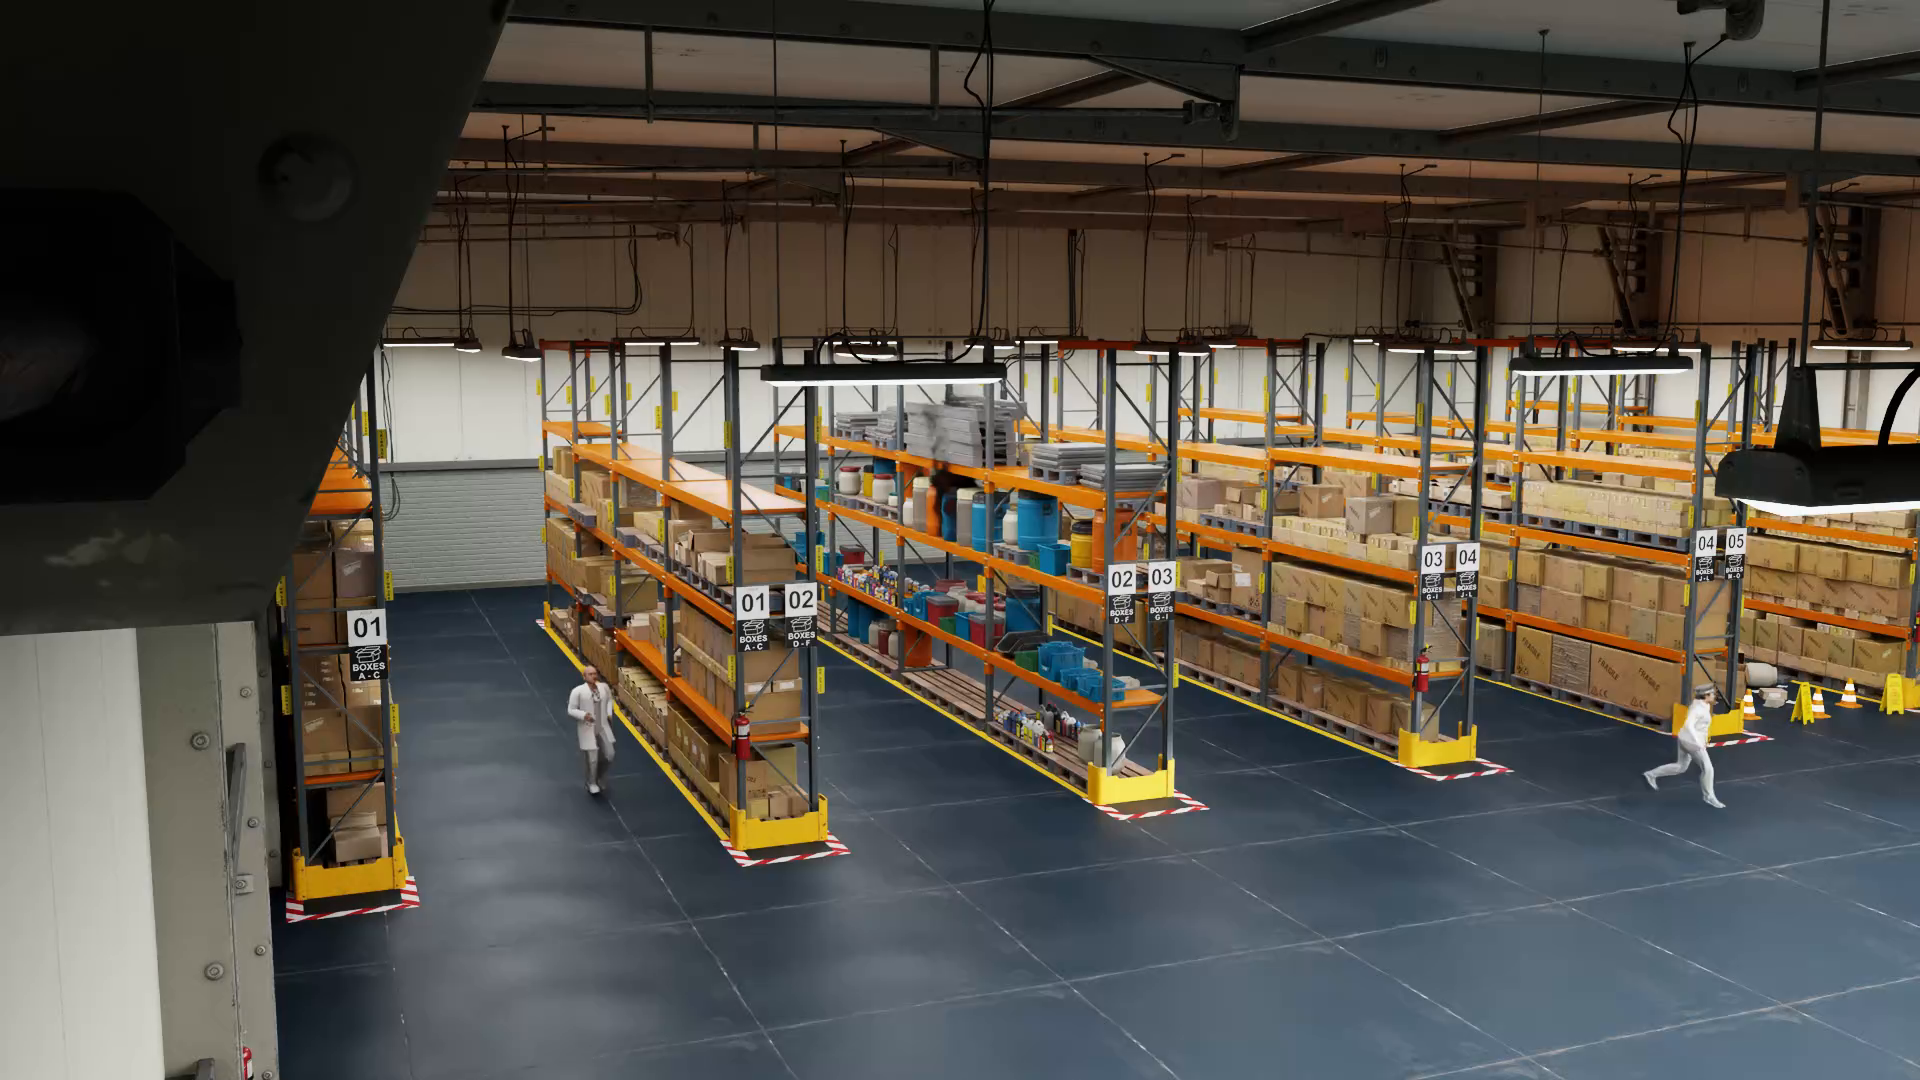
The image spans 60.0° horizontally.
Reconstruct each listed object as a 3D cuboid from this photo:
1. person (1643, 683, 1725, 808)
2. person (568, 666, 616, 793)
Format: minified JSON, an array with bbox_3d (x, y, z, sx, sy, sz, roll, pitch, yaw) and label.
[{"bbox_3d":[9.572,2.689,21.897,1.022,1.682,0.618,2,8,12],"label":"person"},{"bbox_3d":[-4.890,2.560,22.352,0.698,1.733,0.634,-5,9,-34],"label":"person"}]
